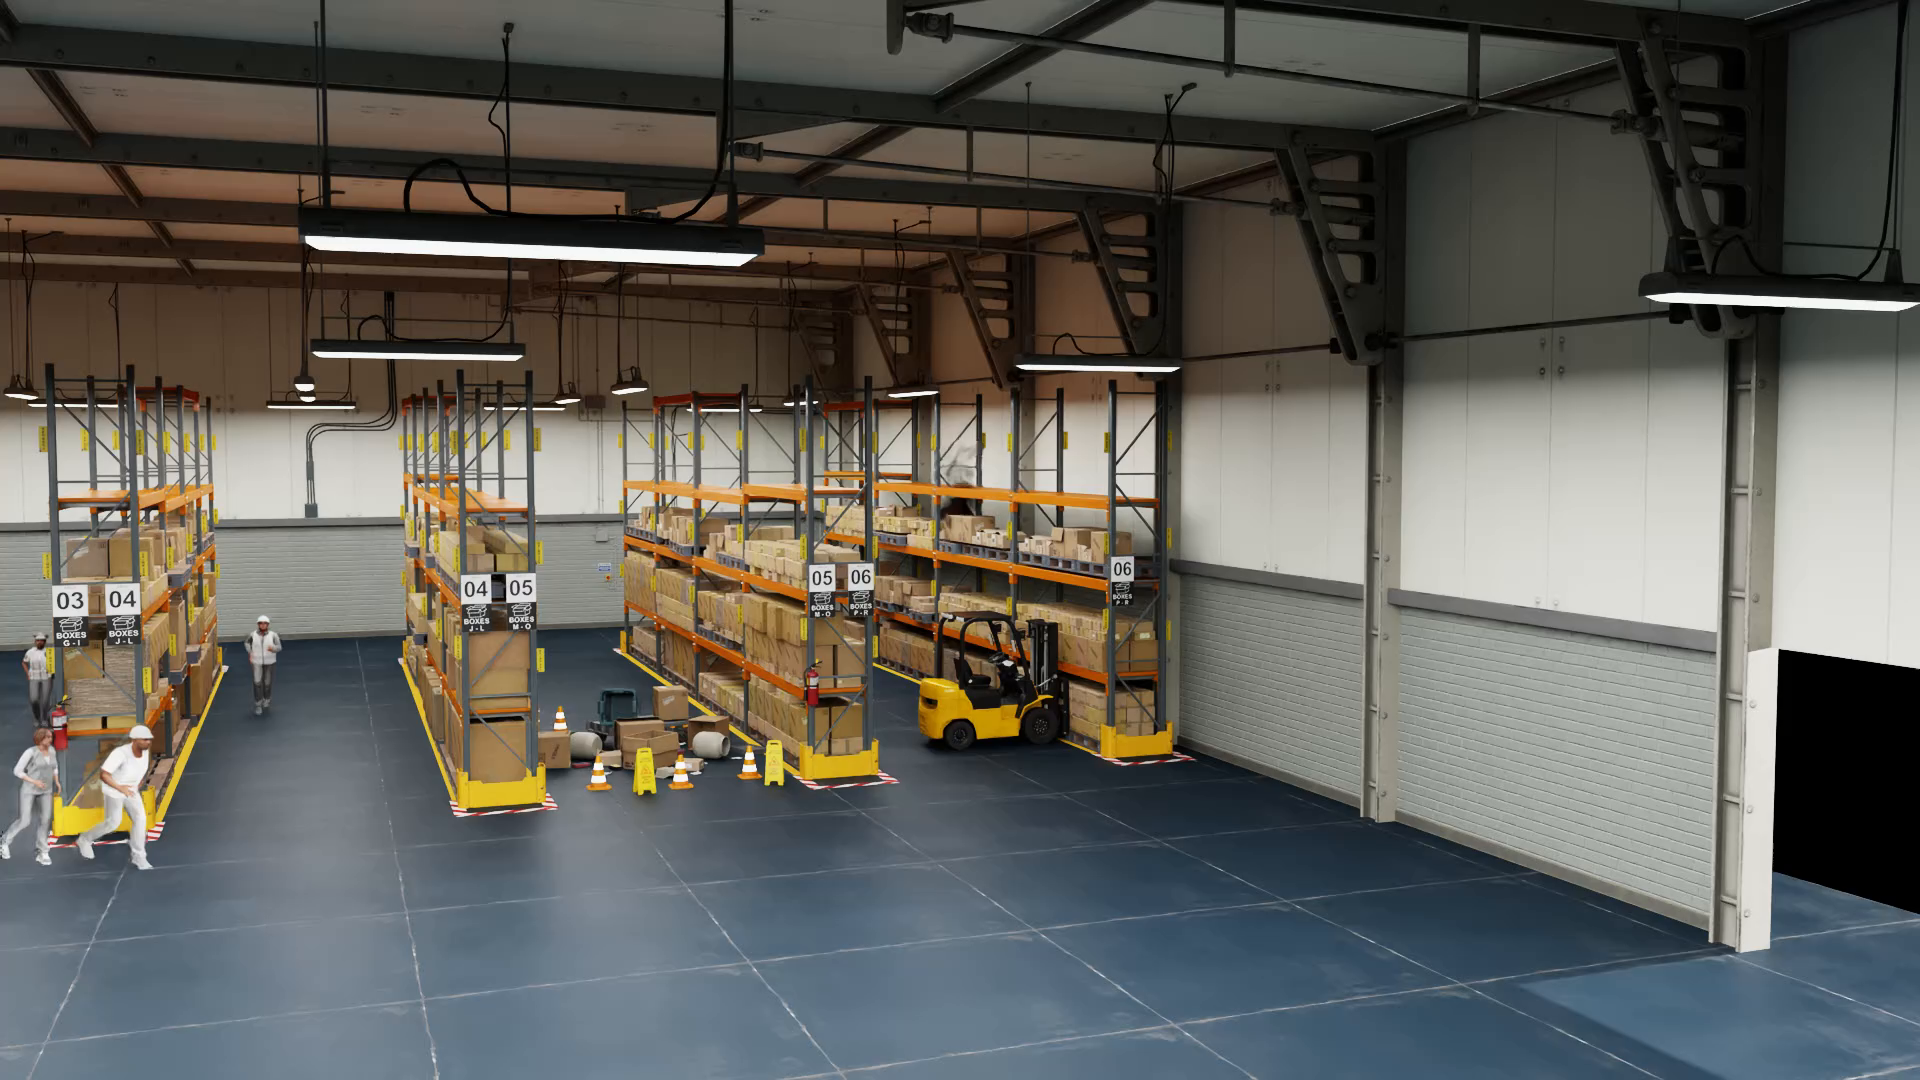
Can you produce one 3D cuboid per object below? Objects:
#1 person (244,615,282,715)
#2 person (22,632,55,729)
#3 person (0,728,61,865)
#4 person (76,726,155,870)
[{"bbox_3d":[-12.939,2.316,30.908,0.637,1.837,0.794,-2,4,-24],"label":"person"},{"bbox_3d":[-16.126,2.462,29.135,0.547,1.693,0.616,-2,4,-26],"label":"person"},{"bbox_3d":[-11.039,3.038,19.919,0.807,1.582,0.621,2,4,26],"label":"person"},{"bbox_3d":[-9.959,3.028,19.634,1.047,1.714,0.734,1,3,9],"label":"person"}]
